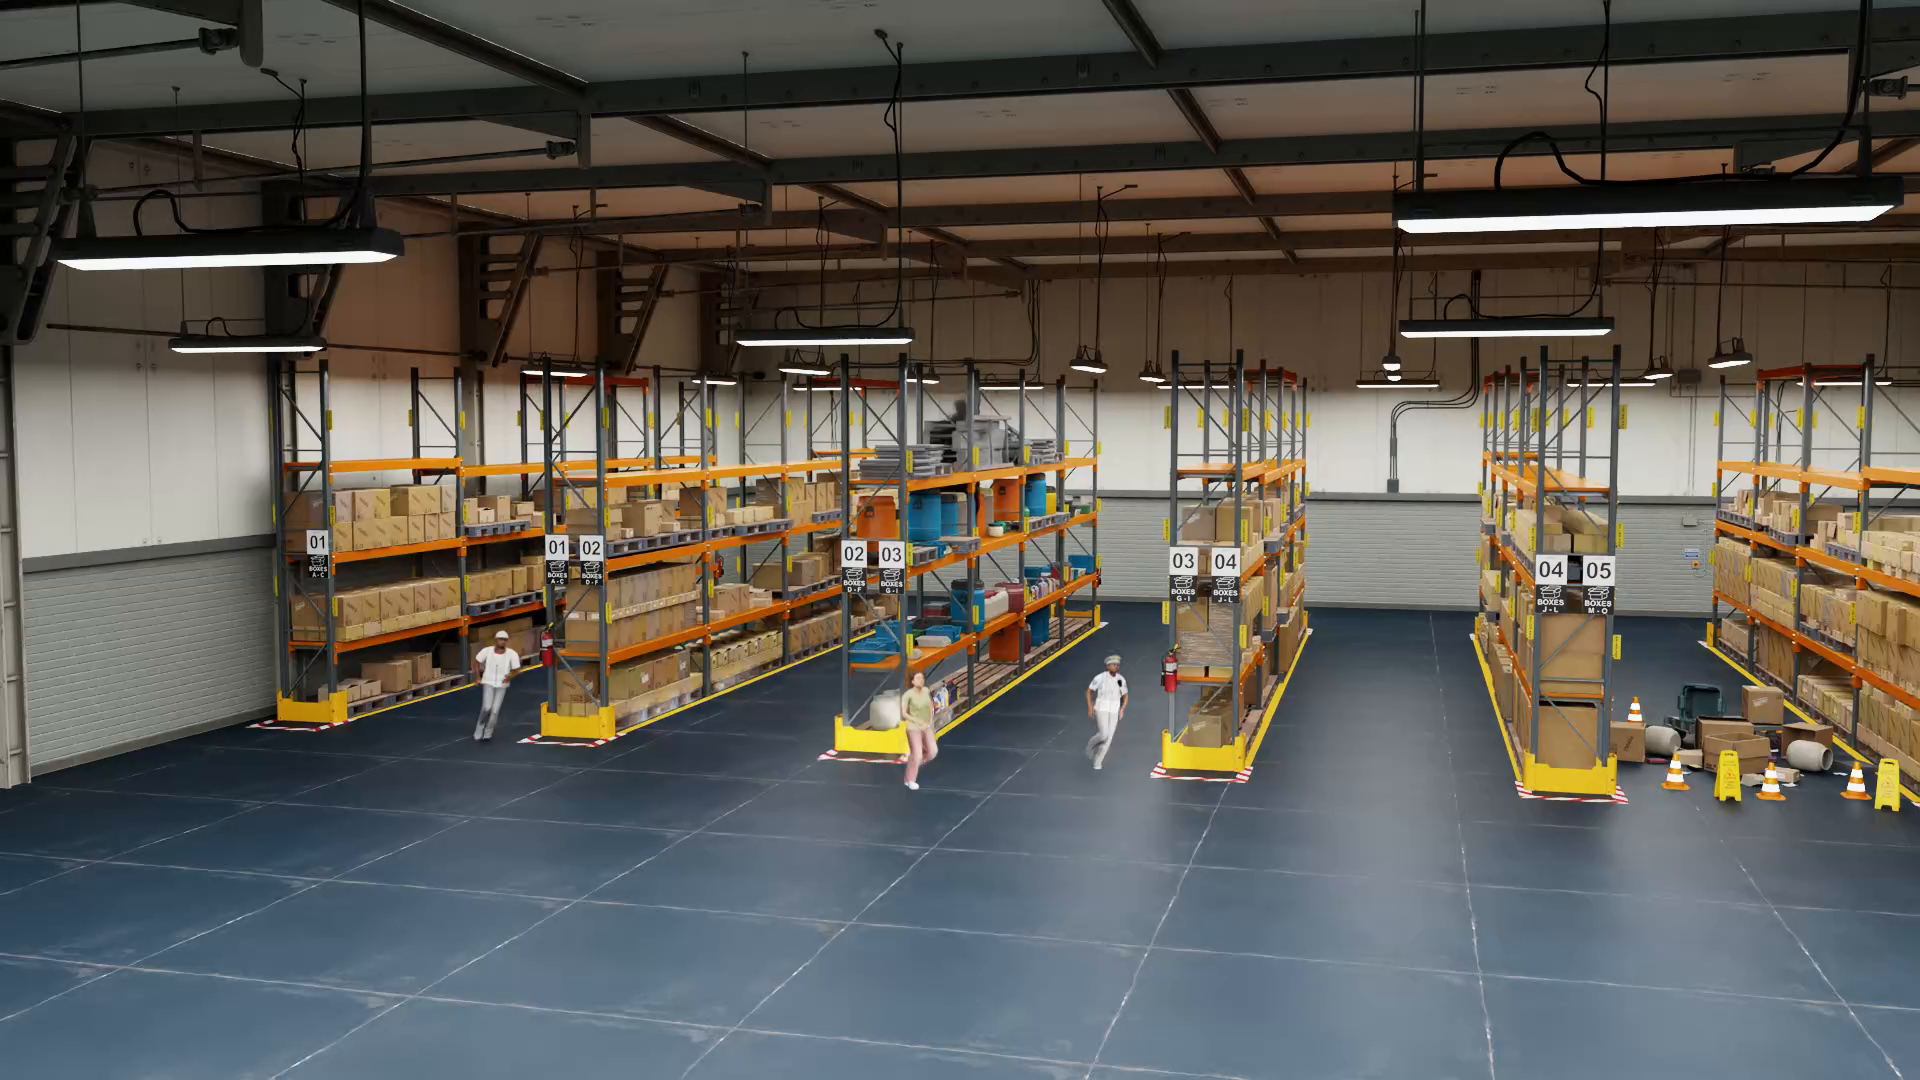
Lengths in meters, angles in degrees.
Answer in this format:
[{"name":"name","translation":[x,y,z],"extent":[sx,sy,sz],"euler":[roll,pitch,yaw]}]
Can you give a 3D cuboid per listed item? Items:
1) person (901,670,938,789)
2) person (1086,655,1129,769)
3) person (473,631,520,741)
[{"name":"person","translation":[-0.553,2.571,22.602],"extent":[0.601,1.628,0.602],"euler":[-3,5,-37]},{"name":"person","translation":[2.152,2.468,23.967],"extent":[0.612,1.623,0.514],"euler":[-1,4,-14]},{"name":"person","translation":[-7.241,2.273,25.971],"extent":[0.728,1.712,0.622],"euler":[-1,4,-19]}]
